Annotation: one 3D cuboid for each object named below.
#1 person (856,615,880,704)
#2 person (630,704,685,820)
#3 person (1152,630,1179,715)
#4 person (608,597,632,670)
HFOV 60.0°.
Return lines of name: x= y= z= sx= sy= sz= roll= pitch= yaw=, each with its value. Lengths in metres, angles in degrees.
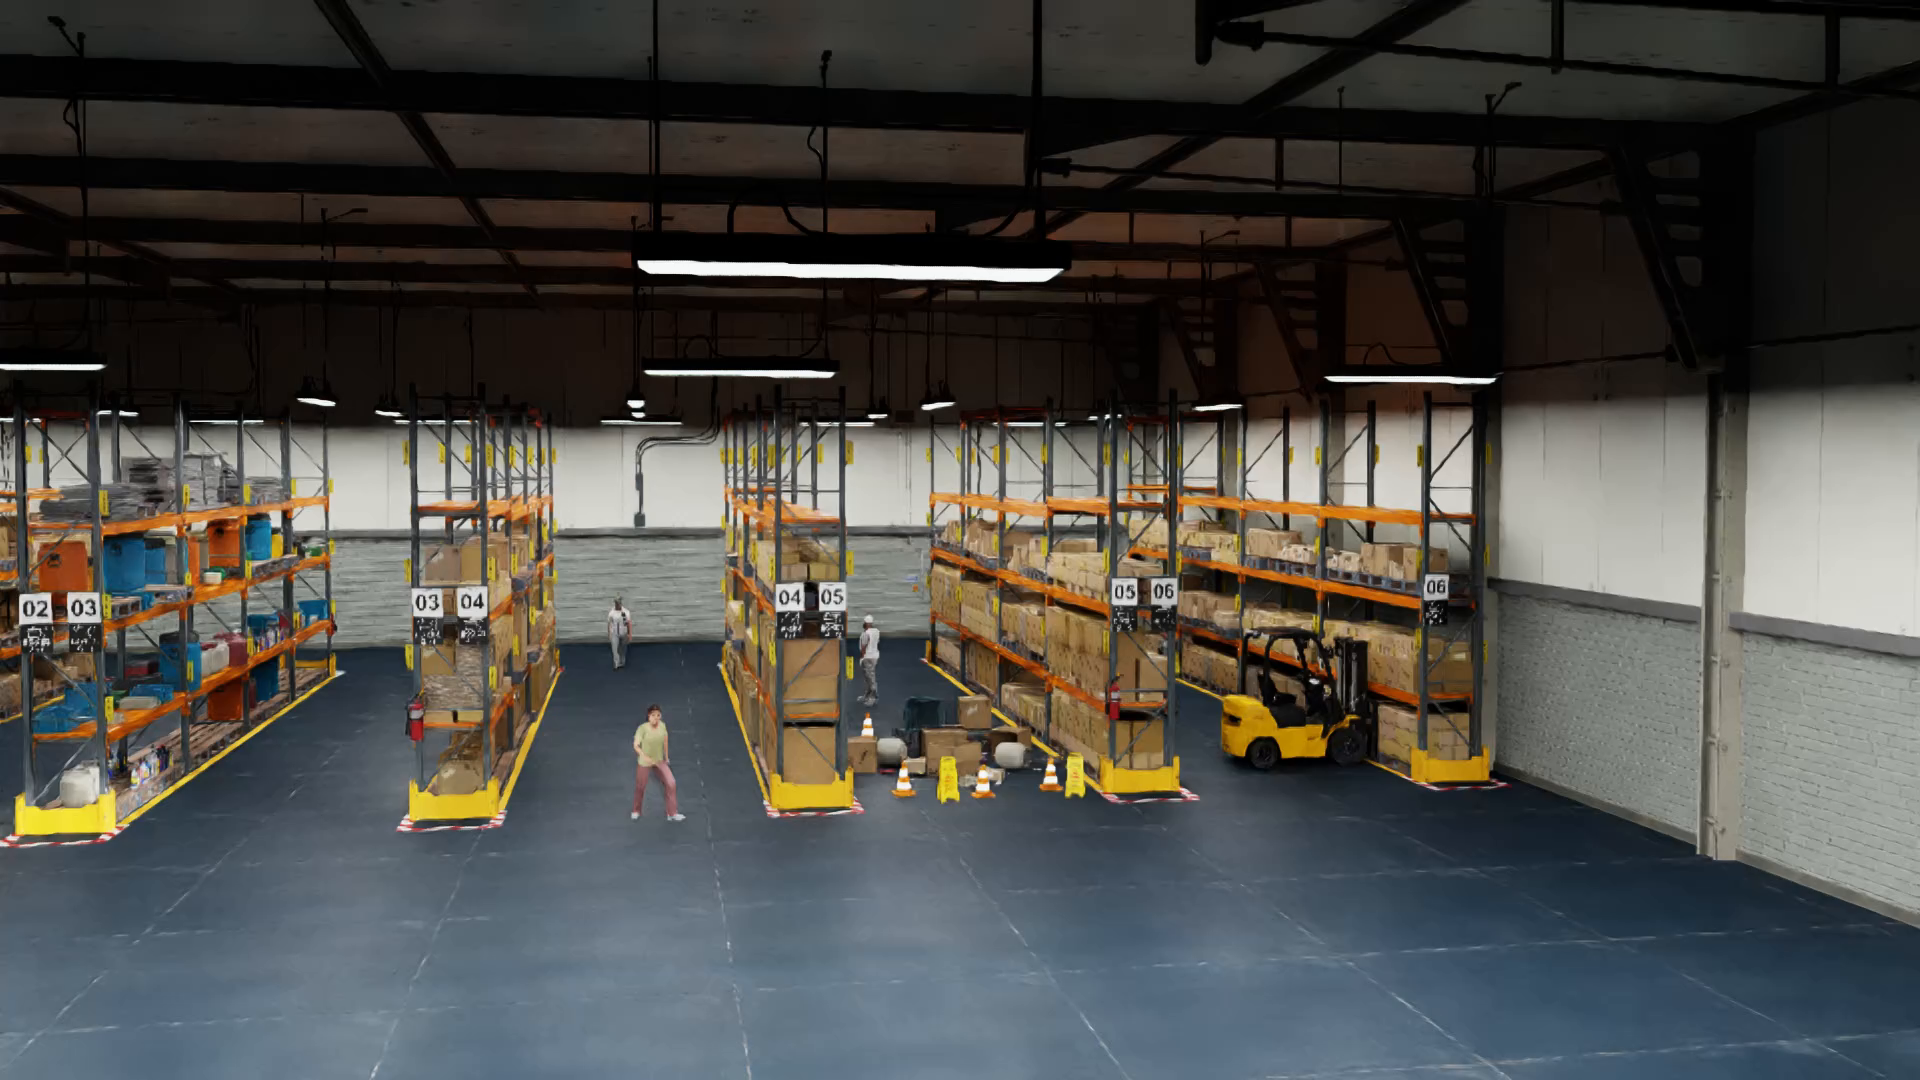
person: x=-1.862 y=2.396 z=33.551 sx=0.577 sy=1.783 sz=0.662 roll=1 pitch=3 yaw=19
person: x=-4.195 y=3.037 z=22.751 sx=0.626 sy=1.610 sz=0.799 roll=-2 pitch=3 yaw=-29
person: x=3.981 y=2.503 z=32.127 sx=0.555 sy=1.722 sz=0.614 roll=1 pitch=3 yaw=17
person: x=-7.970 y=2.167 z=38.975 sx=0.556 sy=1.712 sz=1.040 roll=-1 pitch=3 yaw=-11
